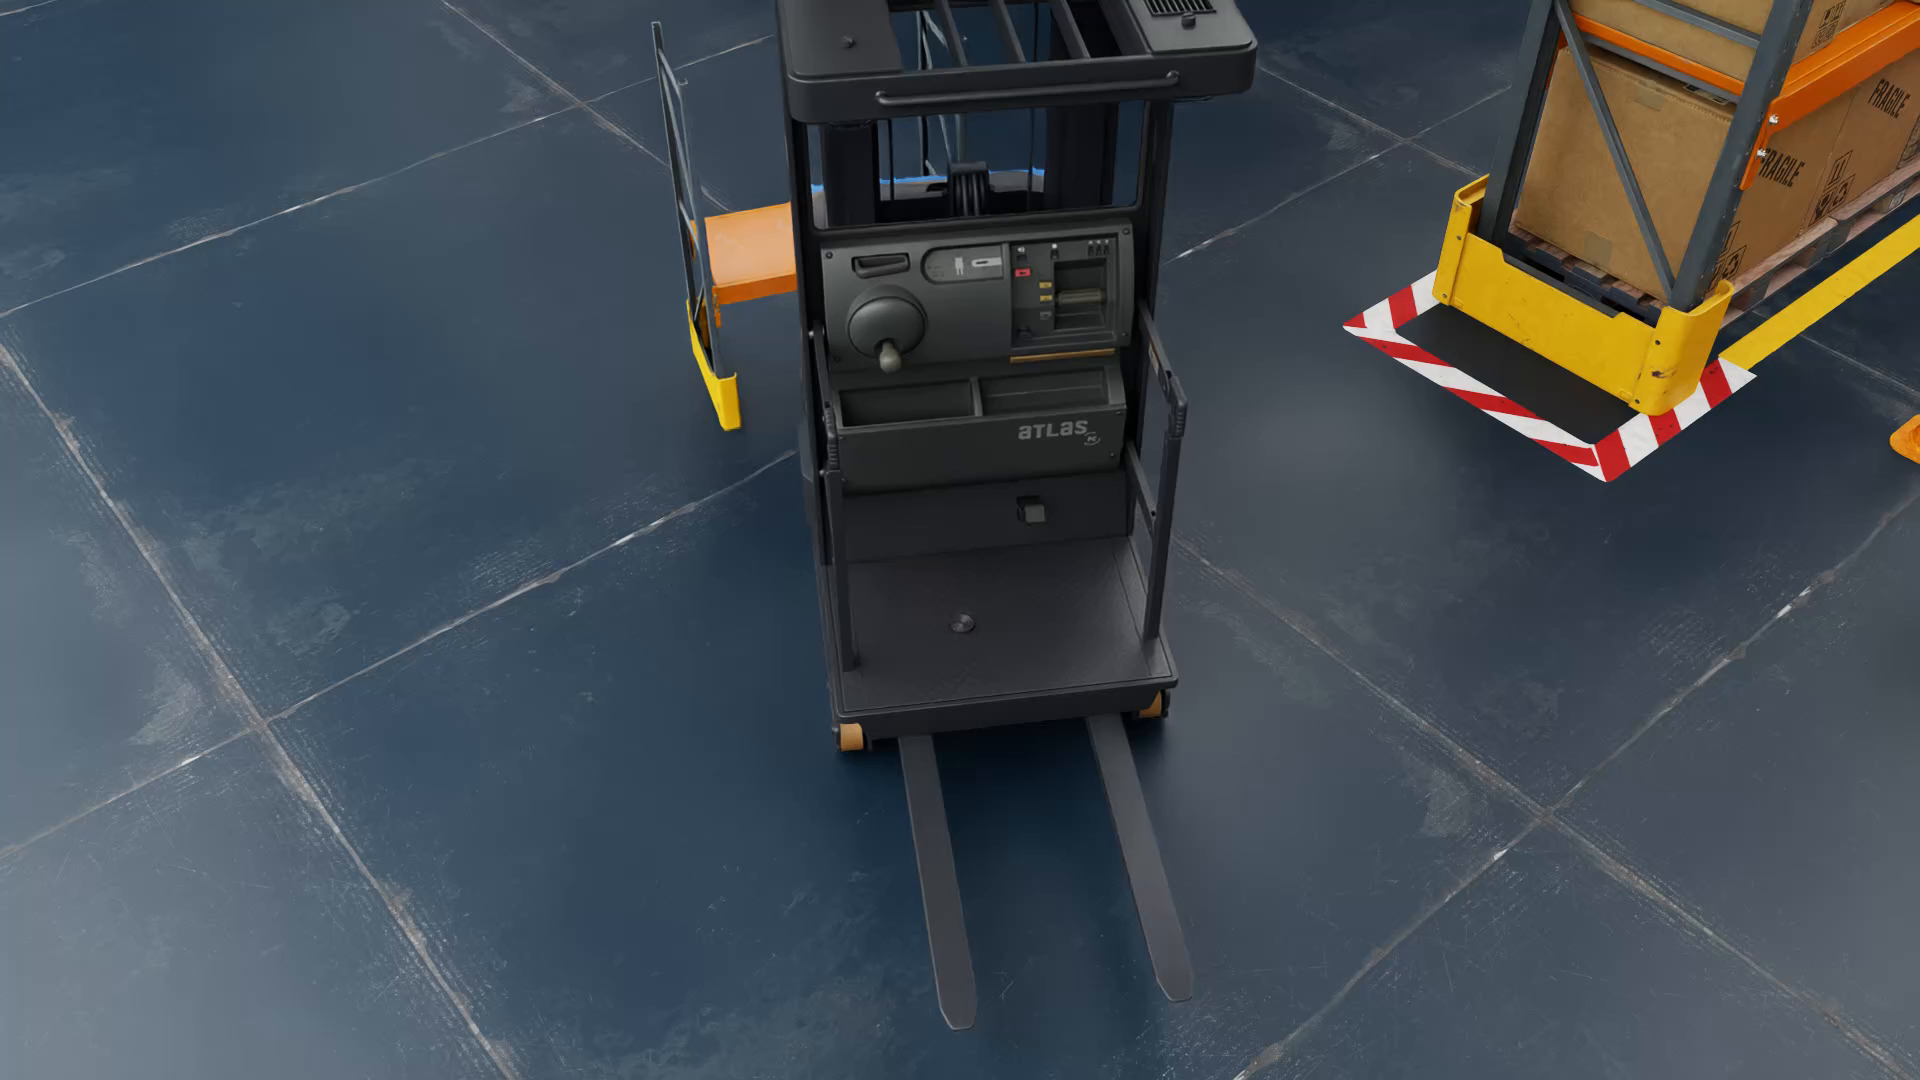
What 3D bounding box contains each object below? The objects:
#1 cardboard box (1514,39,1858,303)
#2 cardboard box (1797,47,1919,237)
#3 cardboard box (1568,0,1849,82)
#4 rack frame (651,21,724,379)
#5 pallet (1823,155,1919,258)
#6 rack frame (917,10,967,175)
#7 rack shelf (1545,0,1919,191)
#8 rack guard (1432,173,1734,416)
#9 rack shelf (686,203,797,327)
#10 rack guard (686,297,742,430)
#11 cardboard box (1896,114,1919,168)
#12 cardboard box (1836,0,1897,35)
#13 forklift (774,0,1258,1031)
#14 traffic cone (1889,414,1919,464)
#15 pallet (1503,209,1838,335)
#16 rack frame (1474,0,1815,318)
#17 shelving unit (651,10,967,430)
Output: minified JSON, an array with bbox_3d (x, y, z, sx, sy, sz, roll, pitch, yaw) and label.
[{"bbox_3d":[3.082,-1.684,7.098,0.875,0.875,0.875,-29,51,-28],"label":"cardboard box"},{"bbox_3d":[3.756,-2.072,7.510,0.875,0.875,0.875,-31,51,-28],"label":"cardboard box"},{"bbox_3d":[2.860,-2.215,6.307,0.550,0.550,0.875,-30,51,-28],"label":"cardboard box"},{"bbox_3d":[-1.032,-1.184,6.415,0.032,1.500,0.500,-13,45,-14],"label":"rack frame"},{"bbox_3d":[4.103,-1.882,8.100,1.213,0.211,1.003,-30,51,-28],"label":"pallet"},{"bbox_3d":[-0.071,-1.412,6.657,0.032,1.500,0.500,-13,45,-14],"label":"rack frame"},{"bbox_3d":[4.138,-2.589,7.341,4.000,0.370,1.077,-30,51,-28],"label":"rack shelf"},{"bbox_3d":[2.586,-1.051,7.004,0.348,0.500,1.175,-30,51,-28],"label":"rack guard"},{"bbox_3d":[-0.551,-1.167,6.659,1.000,0.185,0.538,-13,45,-14],"label":"rack shelf"},{"bbox_3d":[-1.013,-0.733,6.847,0.087,0.250,0.587,-13,45,-14],"label":"rack guard"},{"bbox_3d":[4.456,-2.471,7.935,0.875,0.875,0.875,-29,51,-28],"label":"cardboard box"},{"bbox_3d":[3.268,-2.468,6.577,0.550,0.550,0.875,-30,51,-28],"label":"cardboard box"},{"bbox_3d":[0.092,-0.634,4.784,1.130,2.935,3.031,-6,43,-6],"label":"forklift"},{"bbox_3d":[3.923,-0.536,6.483,0.334,0.463,0.336,-30,51,-28],"label":"traffic cone"},{"bbox_3d":[3.168,-1.349,7.532,1.213,0.211,1.003,-30,51,-28],"label":"pallet"},{"bbox_3d":[2.604,-1.973,6.160,0.127,3.000,1.000,-30,51,-28],"label":"rack frame"},{"bbox_3d":[-0.543,-1.300,6.538,1.083,1.500,0.587,-13,45,-14],"label":"shelving unit"}]
